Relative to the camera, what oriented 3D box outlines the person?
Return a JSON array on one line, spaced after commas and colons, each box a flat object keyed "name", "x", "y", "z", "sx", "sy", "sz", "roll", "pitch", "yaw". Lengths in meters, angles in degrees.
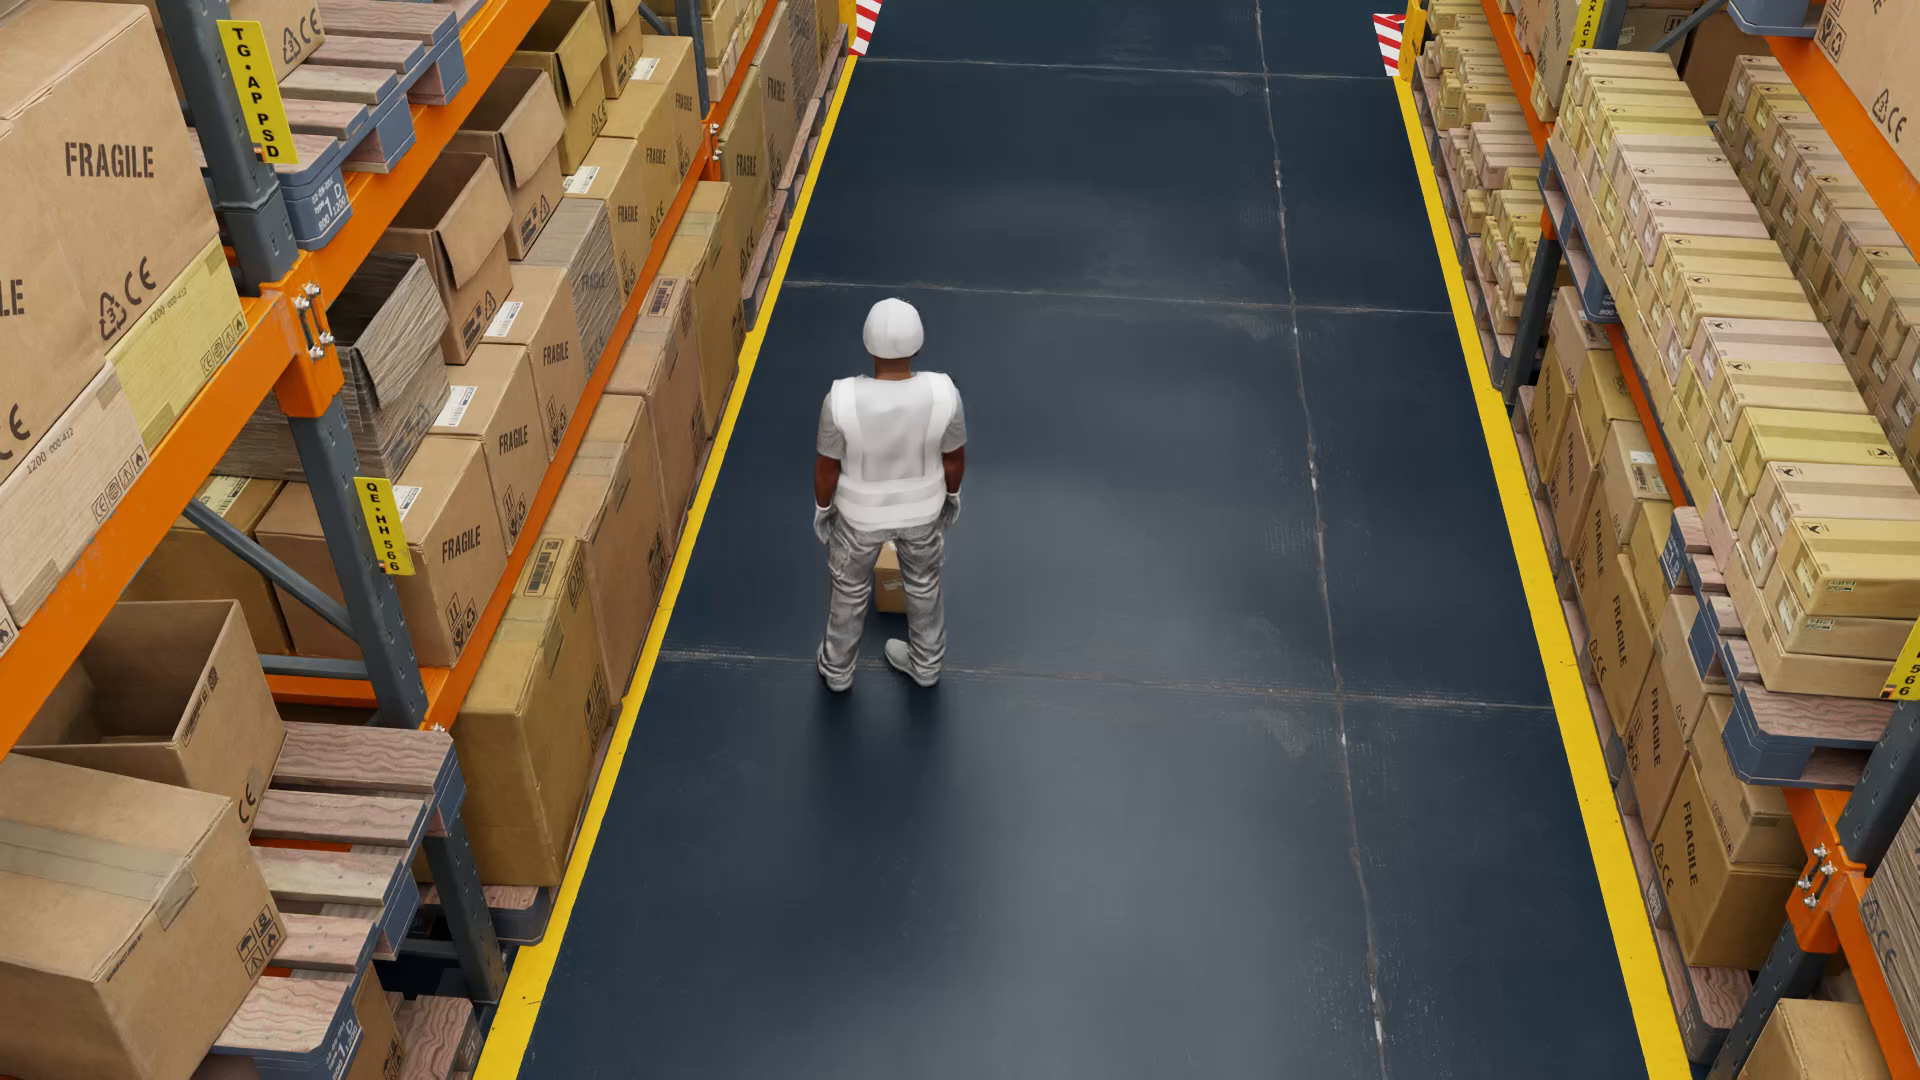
[{"name": "person", "x": -0.284, "y": -0.151, "z": 6.305, "sx": 0.602, "sy": 1.792, "sz": 0.405, "roll": -7, "pitch": 40, "yaw": -8}]
